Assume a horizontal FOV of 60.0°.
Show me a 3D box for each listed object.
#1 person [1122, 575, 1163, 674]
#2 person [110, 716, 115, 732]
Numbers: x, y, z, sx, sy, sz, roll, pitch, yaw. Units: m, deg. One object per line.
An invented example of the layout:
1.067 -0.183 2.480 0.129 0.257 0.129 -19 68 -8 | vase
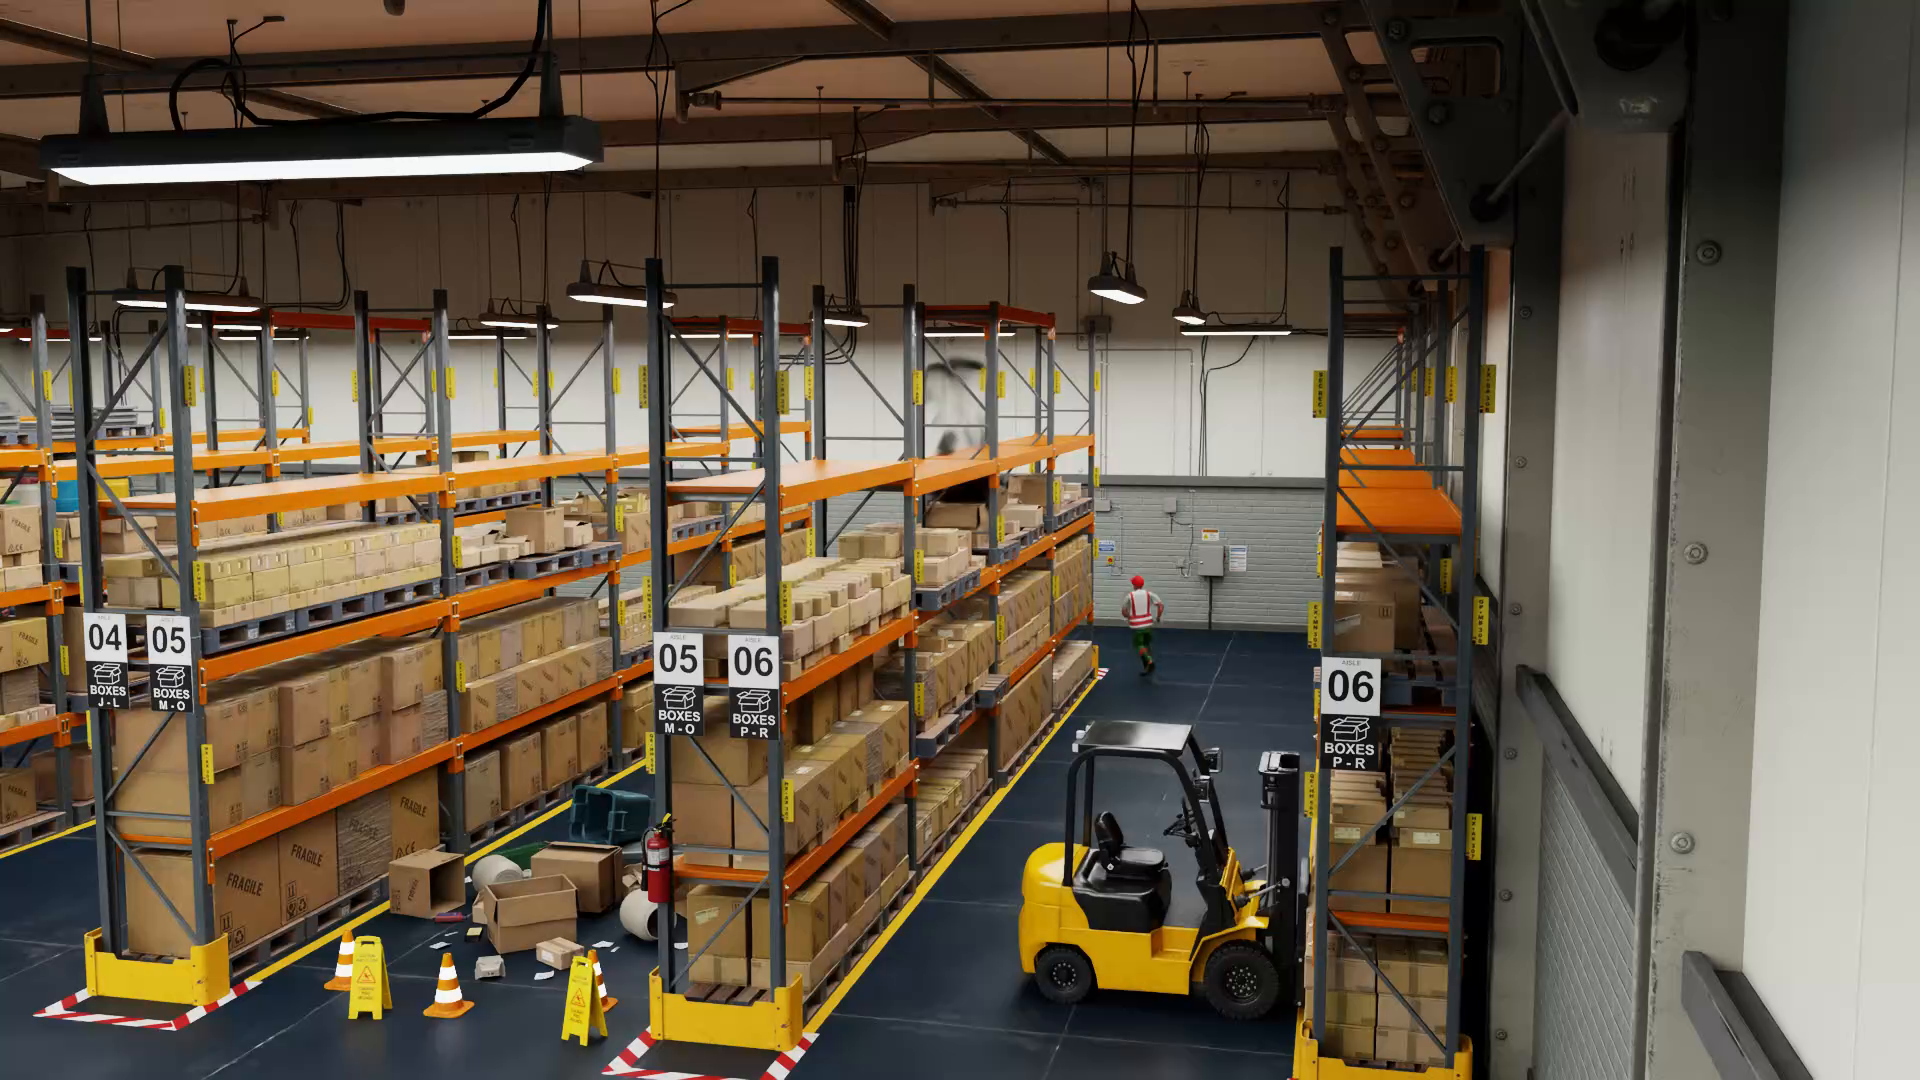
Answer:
3.074 1.470 28.143 0.717 1.769 0.805 -1 6 -11 | person
-11.349 2.081 22.228 0.565 1.714 0.781 1 6 9 | person
